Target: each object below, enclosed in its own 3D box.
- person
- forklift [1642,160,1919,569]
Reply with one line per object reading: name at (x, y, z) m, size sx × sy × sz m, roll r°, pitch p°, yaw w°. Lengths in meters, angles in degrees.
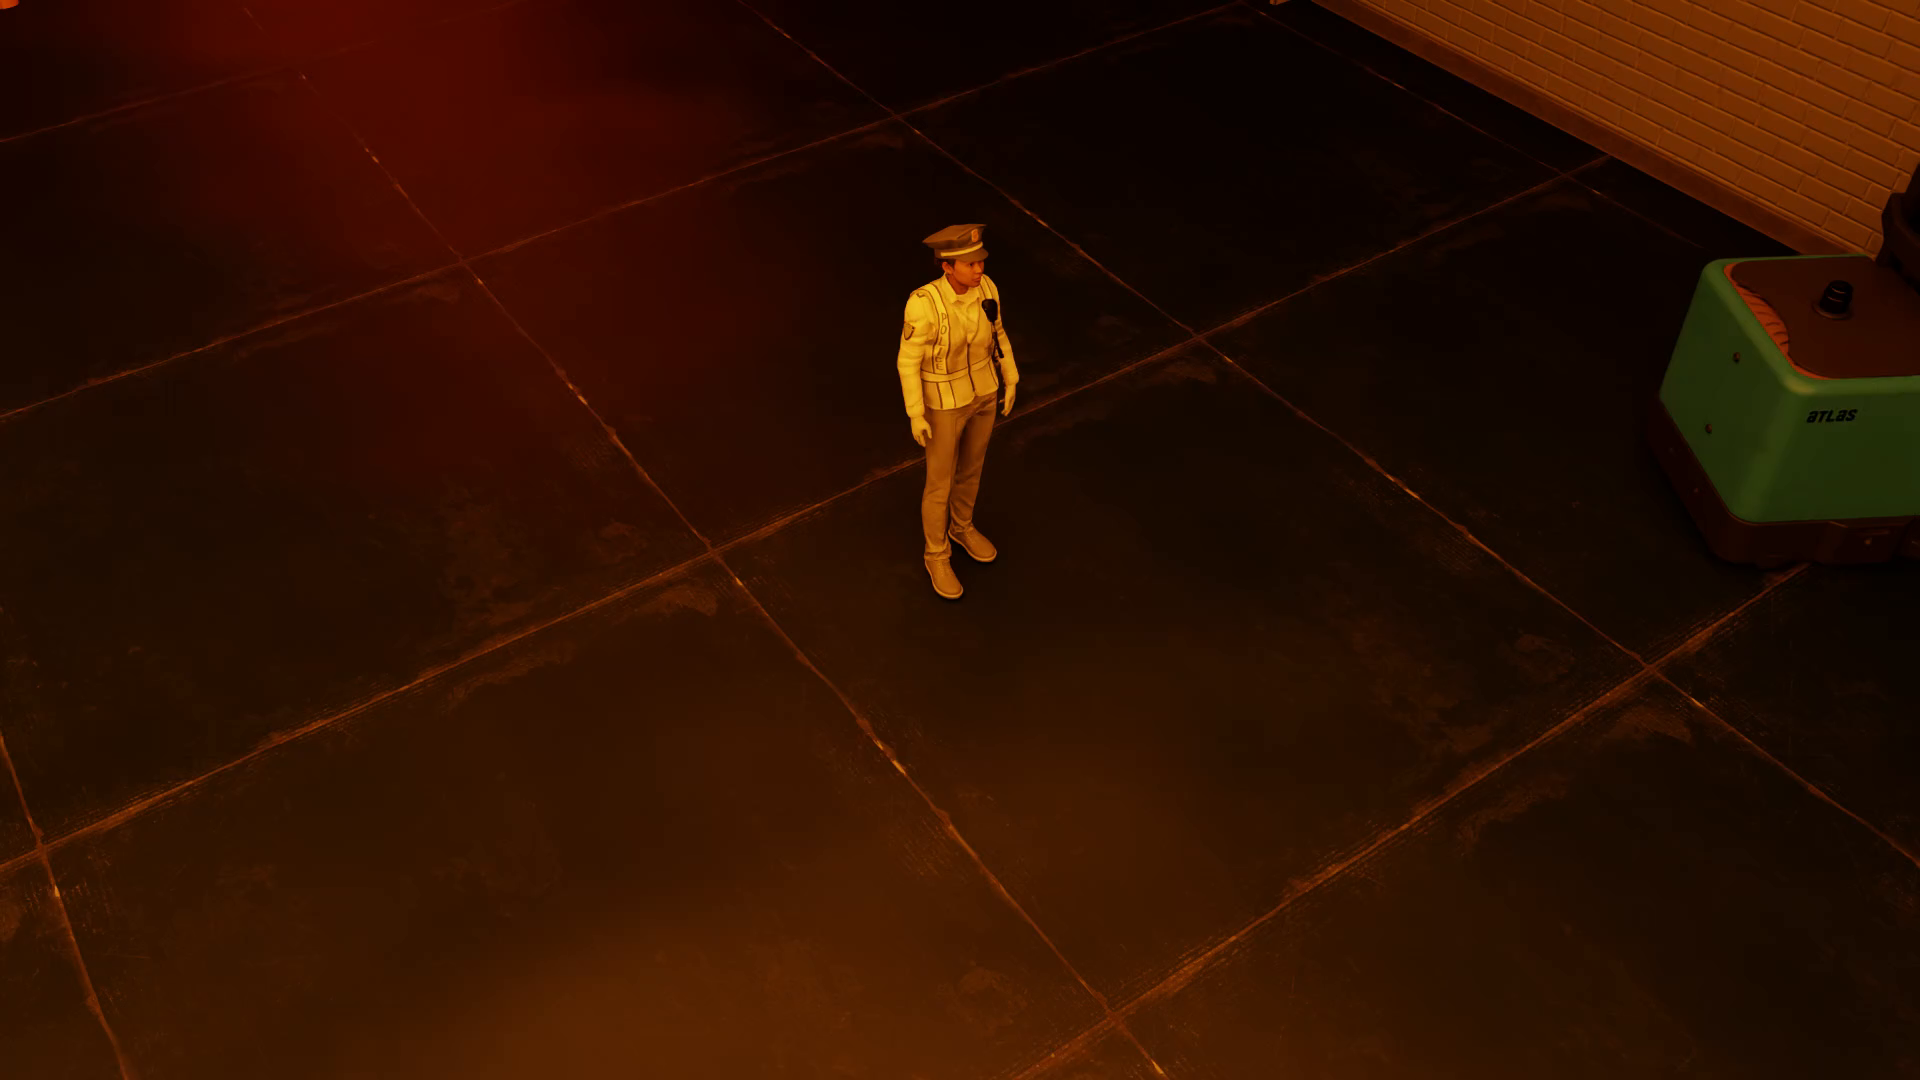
person at (0.034, -0.588, 7.255) m, size 0.588 × 1.695 × 0.531 m, roll -25°, pitch 48°, yaw -25°
forklift at (4.967, -1.338, 7.167) m, size 3.031 × 2.935 × 1.130 m, roll -3°, pitch 43°, yaw -3°
